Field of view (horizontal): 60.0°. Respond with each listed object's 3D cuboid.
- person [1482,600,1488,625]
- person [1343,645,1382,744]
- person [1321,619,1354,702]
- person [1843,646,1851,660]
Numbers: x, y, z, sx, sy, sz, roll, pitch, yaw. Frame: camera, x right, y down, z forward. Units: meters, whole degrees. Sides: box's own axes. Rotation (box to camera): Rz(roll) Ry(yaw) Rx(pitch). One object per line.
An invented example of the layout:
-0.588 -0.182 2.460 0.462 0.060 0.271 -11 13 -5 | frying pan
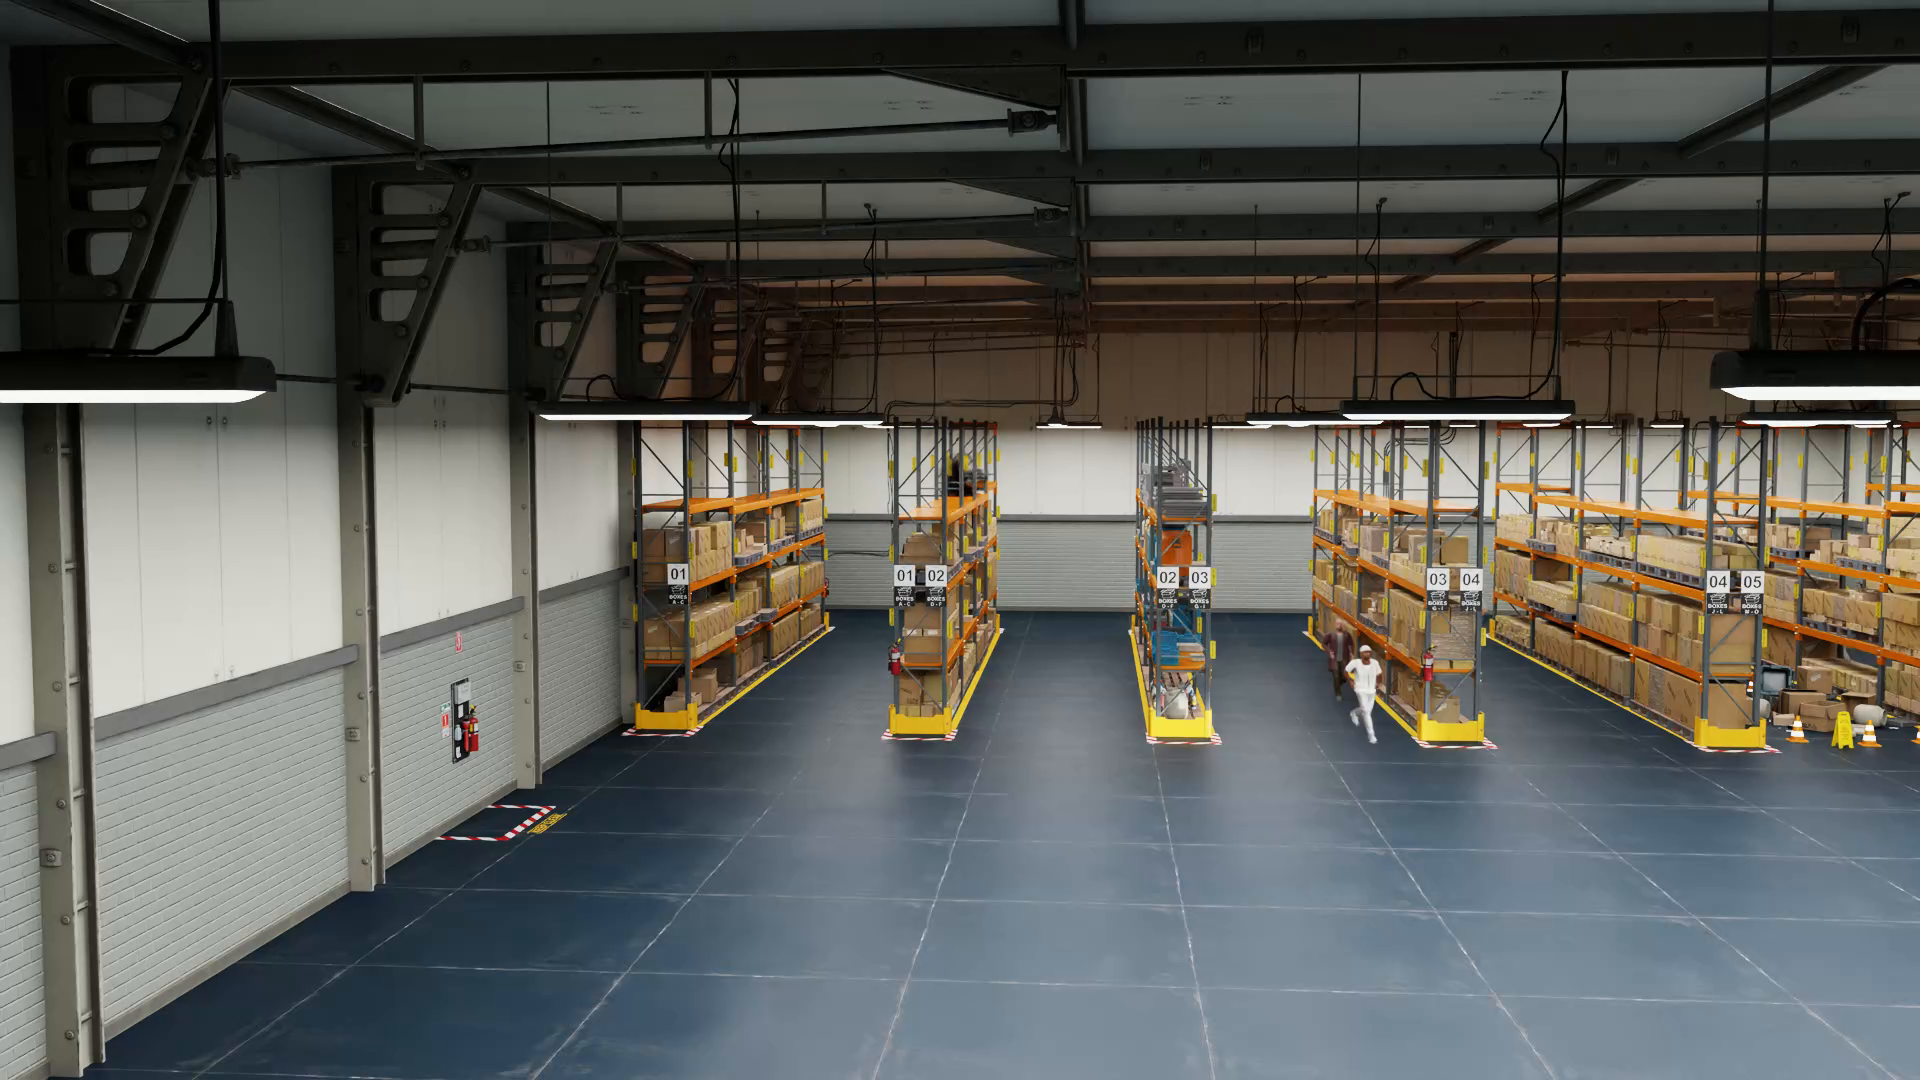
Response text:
13.264 2.117 42.694 0.536 1.705 0.711 1 4 10 | person
7.561 2.832 31.020 0.667 1.765 1.142 -1 4 -17 | person
8.067 2.548 35.503 0.712 1.739 0.653 0 4 2 | person
21.167 2.201 39.881 0.695 1.781 1.045 0 4 -1 | person
